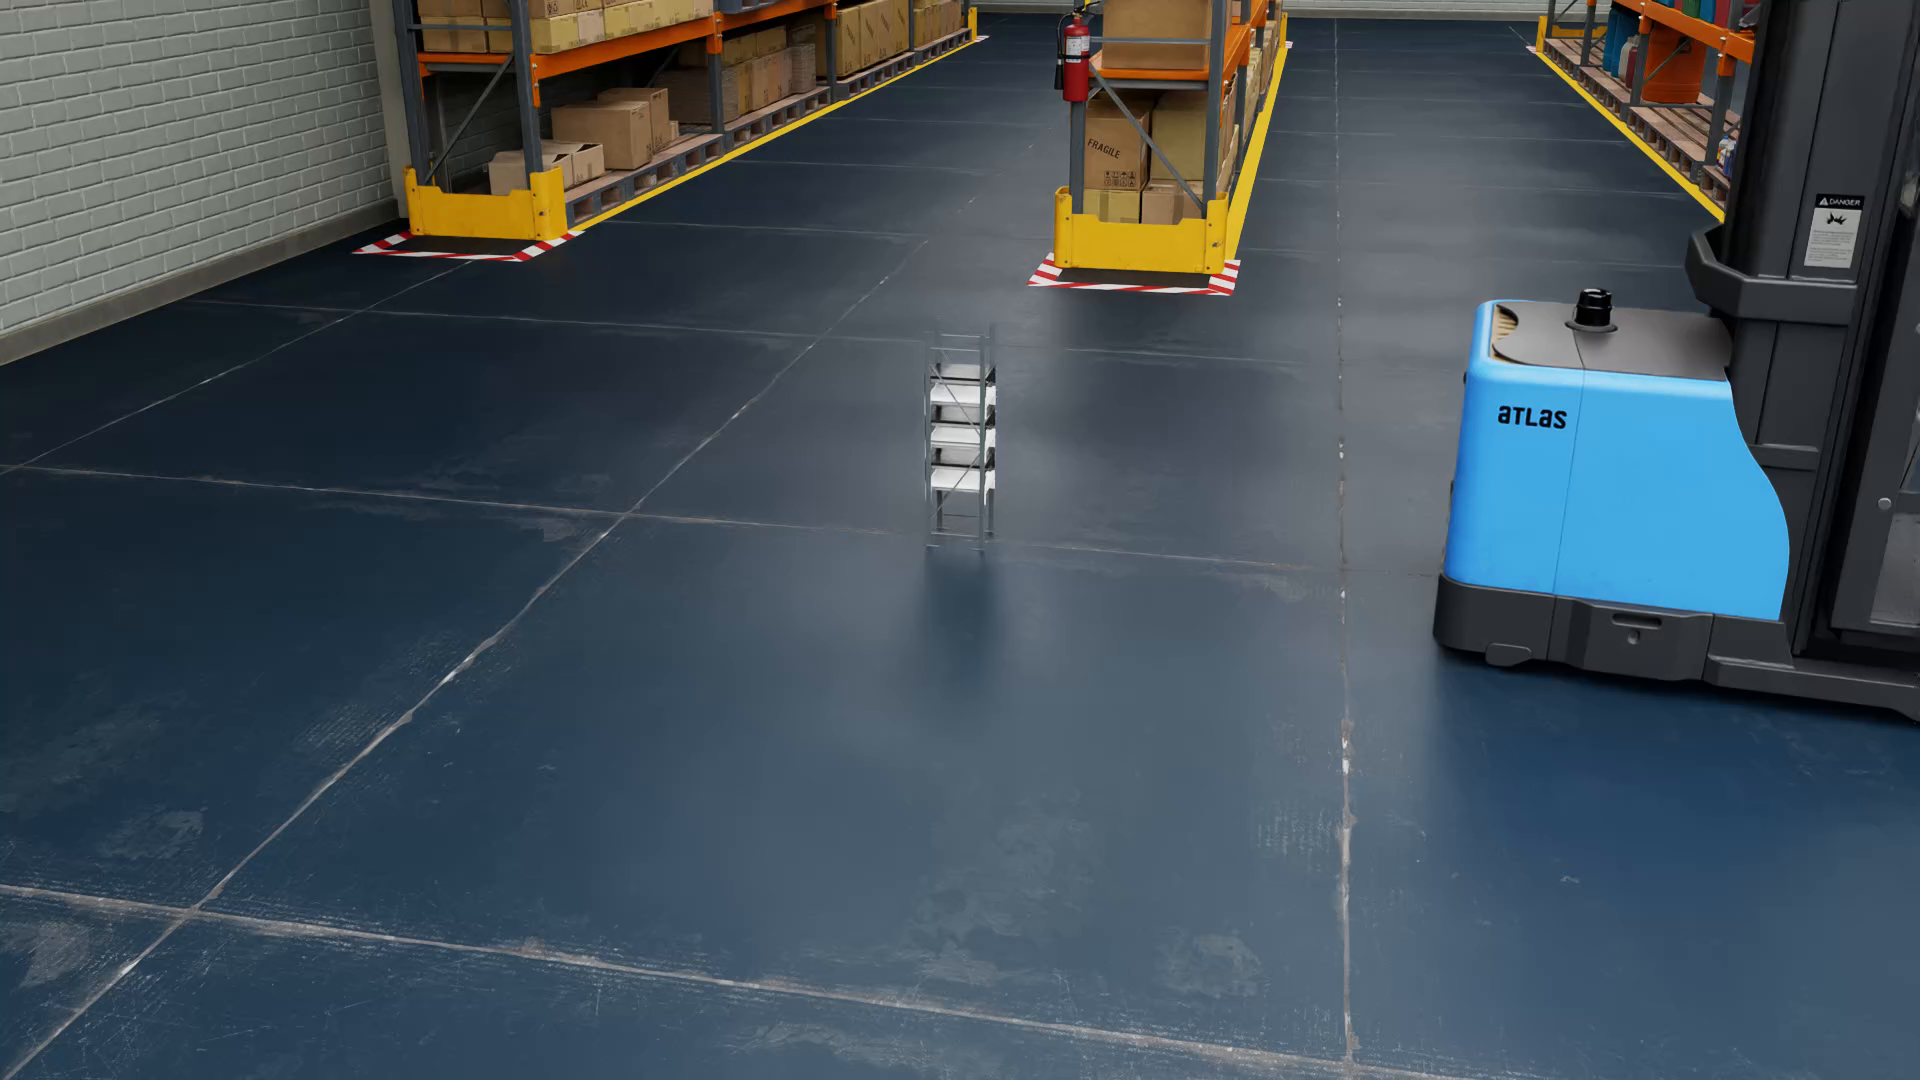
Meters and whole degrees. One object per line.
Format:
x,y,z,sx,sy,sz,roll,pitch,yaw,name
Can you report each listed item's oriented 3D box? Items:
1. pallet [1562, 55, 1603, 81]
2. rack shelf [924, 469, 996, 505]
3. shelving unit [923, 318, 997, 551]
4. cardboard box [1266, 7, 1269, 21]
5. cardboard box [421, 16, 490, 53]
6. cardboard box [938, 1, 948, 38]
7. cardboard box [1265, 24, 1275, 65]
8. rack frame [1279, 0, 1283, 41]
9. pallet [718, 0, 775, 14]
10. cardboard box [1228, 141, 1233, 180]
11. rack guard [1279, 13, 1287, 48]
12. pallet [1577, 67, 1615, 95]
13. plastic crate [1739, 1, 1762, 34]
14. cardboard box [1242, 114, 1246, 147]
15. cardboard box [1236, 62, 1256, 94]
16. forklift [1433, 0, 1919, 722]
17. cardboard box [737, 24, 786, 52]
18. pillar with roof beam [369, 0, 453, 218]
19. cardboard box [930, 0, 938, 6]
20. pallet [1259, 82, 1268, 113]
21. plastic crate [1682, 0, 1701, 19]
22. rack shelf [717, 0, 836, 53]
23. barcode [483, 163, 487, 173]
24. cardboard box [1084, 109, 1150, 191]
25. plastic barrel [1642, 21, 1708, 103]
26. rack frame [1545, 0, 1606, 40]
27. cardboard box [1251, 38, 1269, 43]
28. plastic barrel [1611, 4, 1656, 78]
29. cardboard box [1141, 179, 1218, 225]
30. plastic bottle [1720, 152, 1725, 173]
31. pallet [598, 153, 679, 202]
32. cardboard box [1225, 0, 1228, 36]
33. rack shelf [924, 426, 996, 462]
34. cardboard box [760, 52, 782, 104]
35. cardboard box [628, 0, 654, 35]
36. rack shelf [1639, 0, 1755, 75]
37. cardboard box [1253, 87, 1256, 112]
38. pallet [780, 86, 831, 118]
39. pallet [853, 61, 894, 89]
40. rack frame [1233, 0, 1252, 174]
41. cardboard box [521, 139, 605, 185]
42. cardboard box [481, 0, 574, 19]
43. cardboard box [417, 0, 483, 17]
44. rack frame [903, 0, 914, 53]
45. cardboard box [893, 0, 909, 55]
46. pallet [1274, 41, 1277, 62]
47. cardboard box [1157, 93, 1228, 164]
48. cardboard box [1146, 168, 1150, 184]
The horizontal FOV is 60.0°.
8.665,-6.307,22.232,1.003,0.211,1.213,4,22,11,pallet
0.002,-0.223,6.773,0.258,0.077,0.200,4,22,11,rack shelf
0.002,-0.420,6.693,0.258,0.900,0.210,4,22,11,shelving unit
4.083,-7.442,24.068,0.797,0.503,0.637,4,22,11,cardboard box
-3.689,-3.821,12.500,0.500,0.250,0.500,5,22,12,cardboard box
-0.579,-7.952,25.366,0.700,0.500,0.500,4,22,9,cardboard box
3.775,-6.370,21.412,0.500,0.500,0.500,5,22,11,cardboard box
4.520,-9.171,25.609,1.000,3.000,0.127,4,22,11,rack frame
-2.480,-5.338,16.349,1.003,0.211,1.213,4,22,11,pallet
1.992,-3.149,13.776,0.500,0.250,0.500,4,22,11,cardboard box
4.505,-7.984,26.007,1.175,0.500,0.348,4,22,11,rack guard
8.354,-5.757,20.864,1.003,0.211,1.213,4,22,11,pallet
6.689,-4.193,13.332,0.767,0.338,0.504,4,22,11,plastic crate
2.397,-3.830,15.467,0.500,0.250,0.500,4,22,10,cardboard box
2.712,-4.656,16.767,0.500,0.311,0.500,5,22,12,cardboard box
3.231,-0.939,5.262,3.031,2.935,1.130,7,23,17,forklift
-2.236,-5.543,18.354,0.500,0.250,0.500,5,22,12,cardboard box
-0.084,-6.472,10.878,9.100,9.000,0.400,4,22,11,pillar with roof beam
-0.538,-7.988,24.589,0.380,0.149,0.250,4,22,9,cardboard box
3.077,-5.222,19.537,1.003,0.211,1.213,4,22,11,pallet
6.999,-4.963,15.446,0.450,0.188,0.662,4,22,11,plastic crate
-2.370,-5.556,17.597,1.077,0.370,4.000,4,22,11,rack shelf
-3.753,-2.940,13.136,0.001,0.075,0.075,4,22,11,barcode
1.074,-2.805,11.919,0.500,0.500,0.500,4,22,11,cardboard box
7.820,-5.234,18.178,0.600,0.830,0.708,4,22,11,plastic barrel
9.369,-8.792,24.668,1.000,3.000,0.127,4,22,11,rack frame
3.362,-5.626,19.565,0.500,0.500,0.500,4,22,9,cardboard box
8.280,-6.094,20.216,0.600,0.901,0.708,4,22,11,plastic barrel
1.583,-2.418,11.960,0.500,0.250,0.500,4,22,11,cardboard box
6.385,-3.152,13.821,0.097,0.201,0.097,0,22,0,plastic bottle
-3.128,-3.169,14.440,1.003,0.211,1.213,4,22,11,pallet
1.780,-4.289,13.355,0.700,0.500,0.500,5,22,12,cardboard box
0.002,-0.389,6.705,0.258,0.077,0.200,4,22,11,rack shelf
-2.351,-5.035,18.098,0.700,0.500,0.500,4,22,11,cardboard box
-2.877,-4.351,13.816,0.500,0.250,0.500,5,22,11,cardboard box
7.328,-4.801,15.722,1.077,0.370,4.000,4,22,11,rack shelf
2.812,-4.581,17.331,0.500,0.250,0.500,5,22,12,cardboard box
-2.123,-5.042,19.091,1.003,0.211,1.213,4,22,11,pallet
-1.476,-6.055,21.606,1.003,0.211,1.213,4,22,11,pallet
2.072,-4.782,14.712,1.000,3.000,0.127,4,22,11,rack frame
-3.249,-3.107,13.563,0.500,0.311,0.500,6,23,15,cardboard box
-3.203,-4.135,12.275,0.500,0.500,0.500,4,22,11,cardboard box
-3.706,-4.172,12.367,0.500,0.500,0.500,4,22,10,cardboard box
-1.146,-8.084,22.911,1.000,3.000,0.127,4,22,11,rack frame
-1.151,-7.034,22.620,0.750,0.750,0.750,5,22,12,cardboard box
4.092,-7.113,24.233,1.003,0.211,1.213,4,22,11,pallet
1.772,-3.133,12.731,0.500,0.500,0.500,4,22,11,cardboard box
1.166,-2.641,12.515,0.500,0.250,0.500,4,22,11,cardboard box
